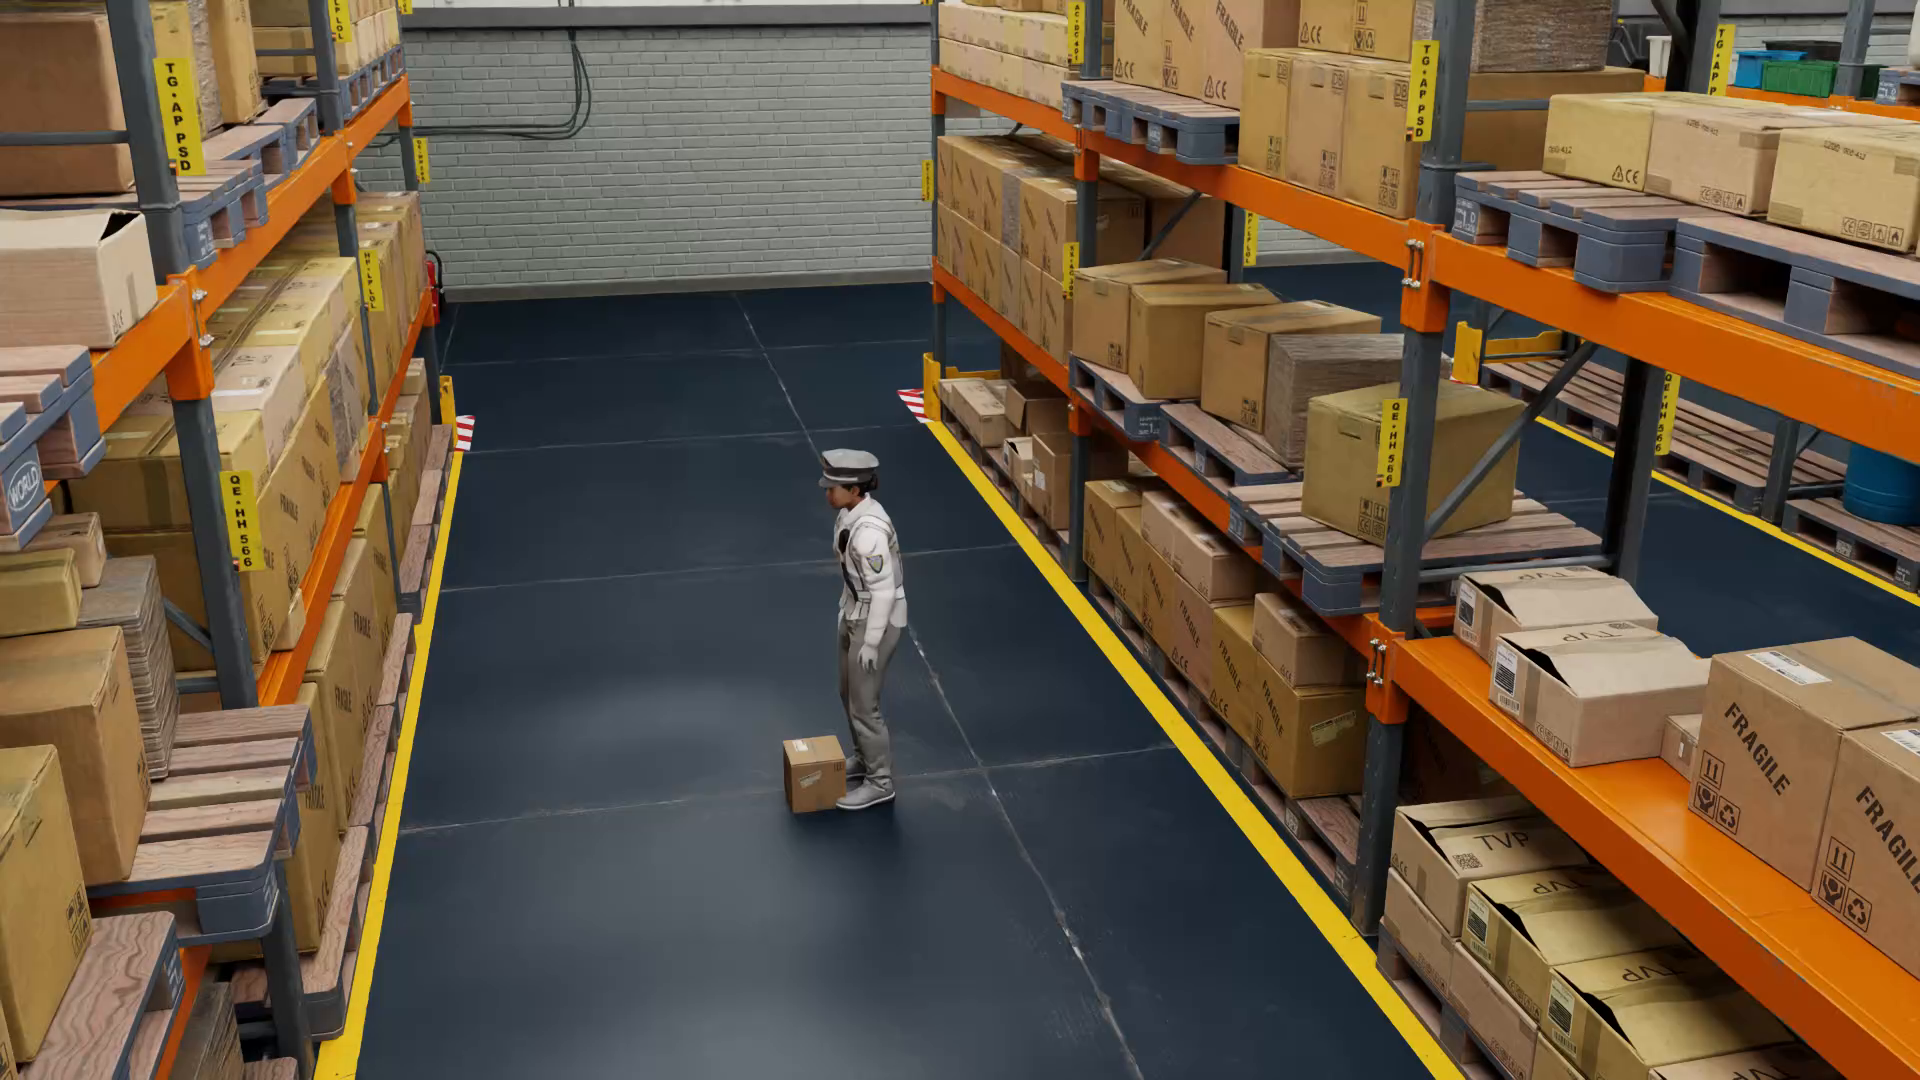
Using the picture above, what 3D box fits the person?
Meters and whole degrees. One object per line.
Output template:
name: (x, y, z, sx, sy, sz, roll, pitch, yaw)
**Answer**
person: (-0.434, 0.391, 7.477, 0.373, 1.662, 0.524, -5, 20, -15)
